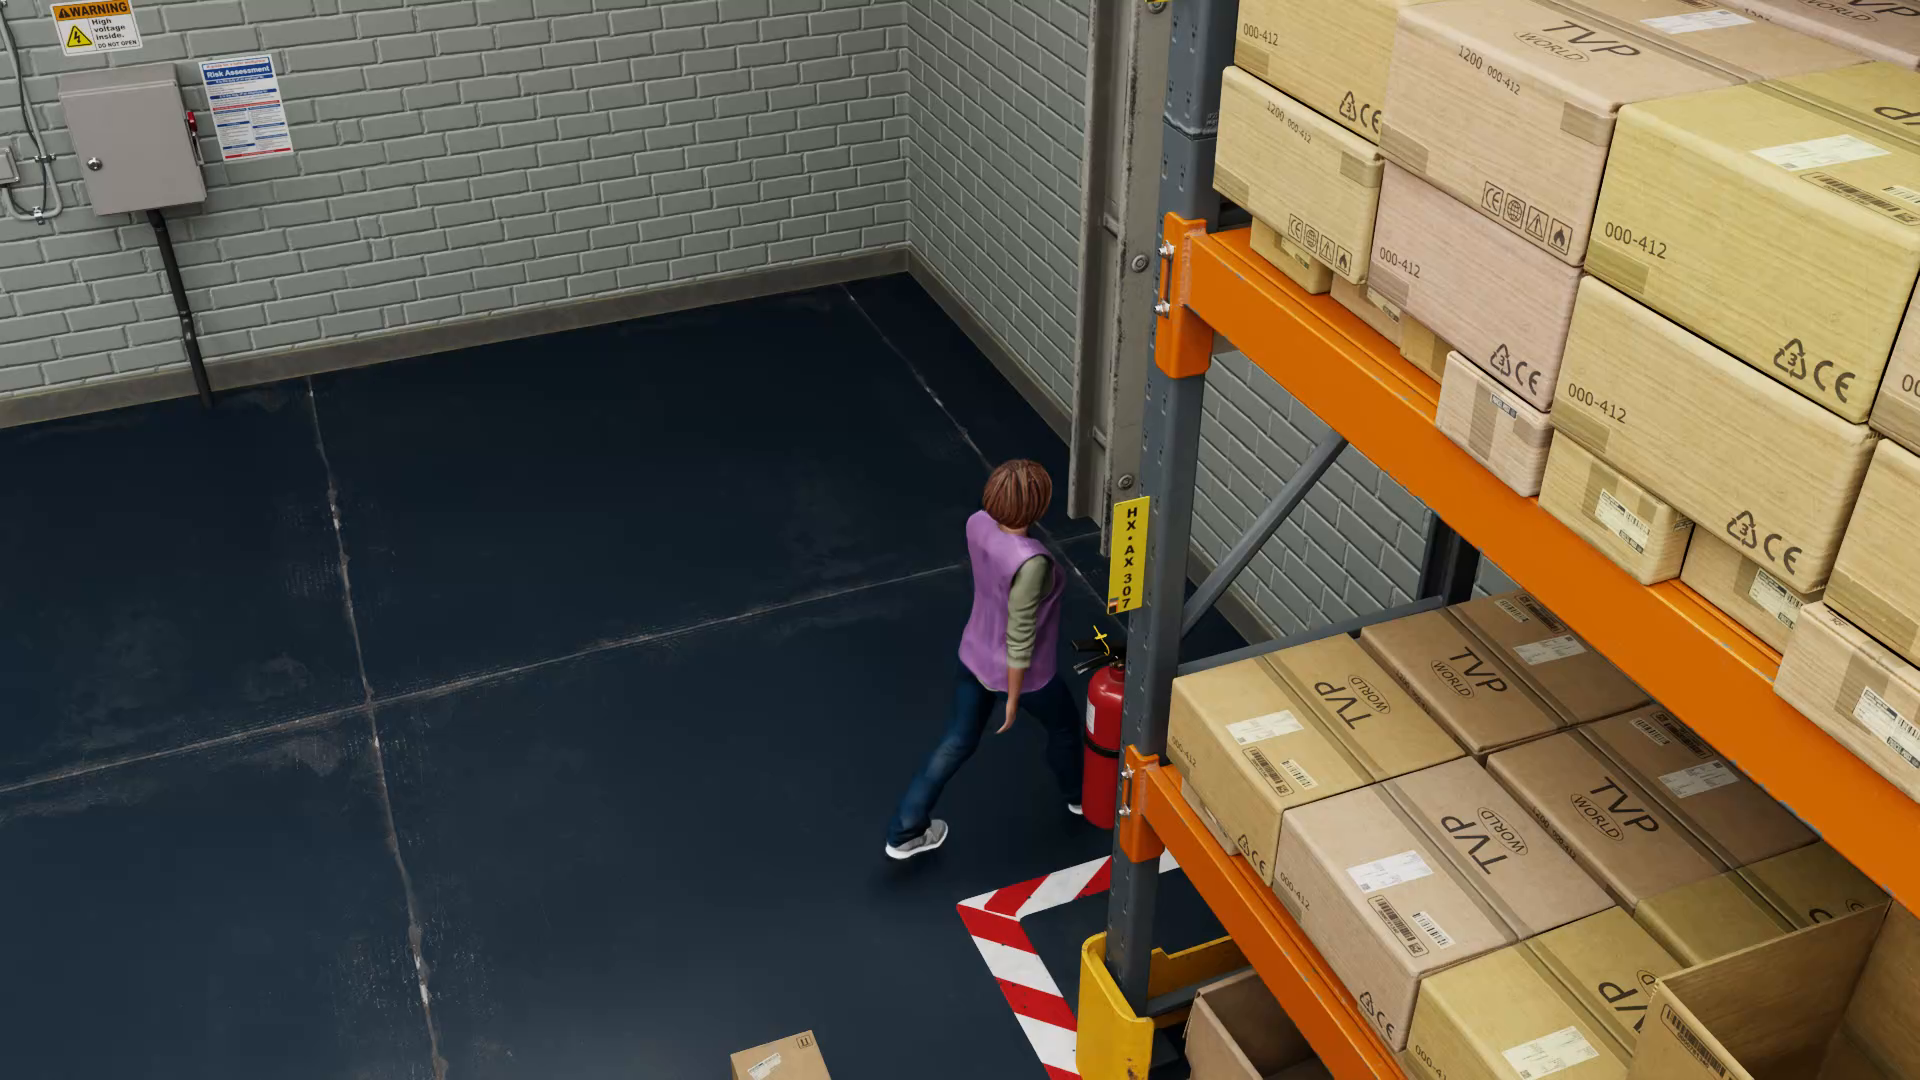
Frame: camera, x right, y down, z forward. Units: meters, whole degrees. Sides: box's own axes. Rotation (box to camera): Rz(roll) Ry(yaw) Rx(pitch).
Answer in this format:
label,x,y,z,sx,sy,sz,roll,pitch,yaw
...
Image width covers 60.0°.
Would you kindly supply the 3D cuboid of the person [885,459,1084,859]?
label,x,y,z,sx,sy,sz,roll,pitch,yaw
person,0.170,0.385,5.567,0.983,1.538,0.430,-21,39,-28
